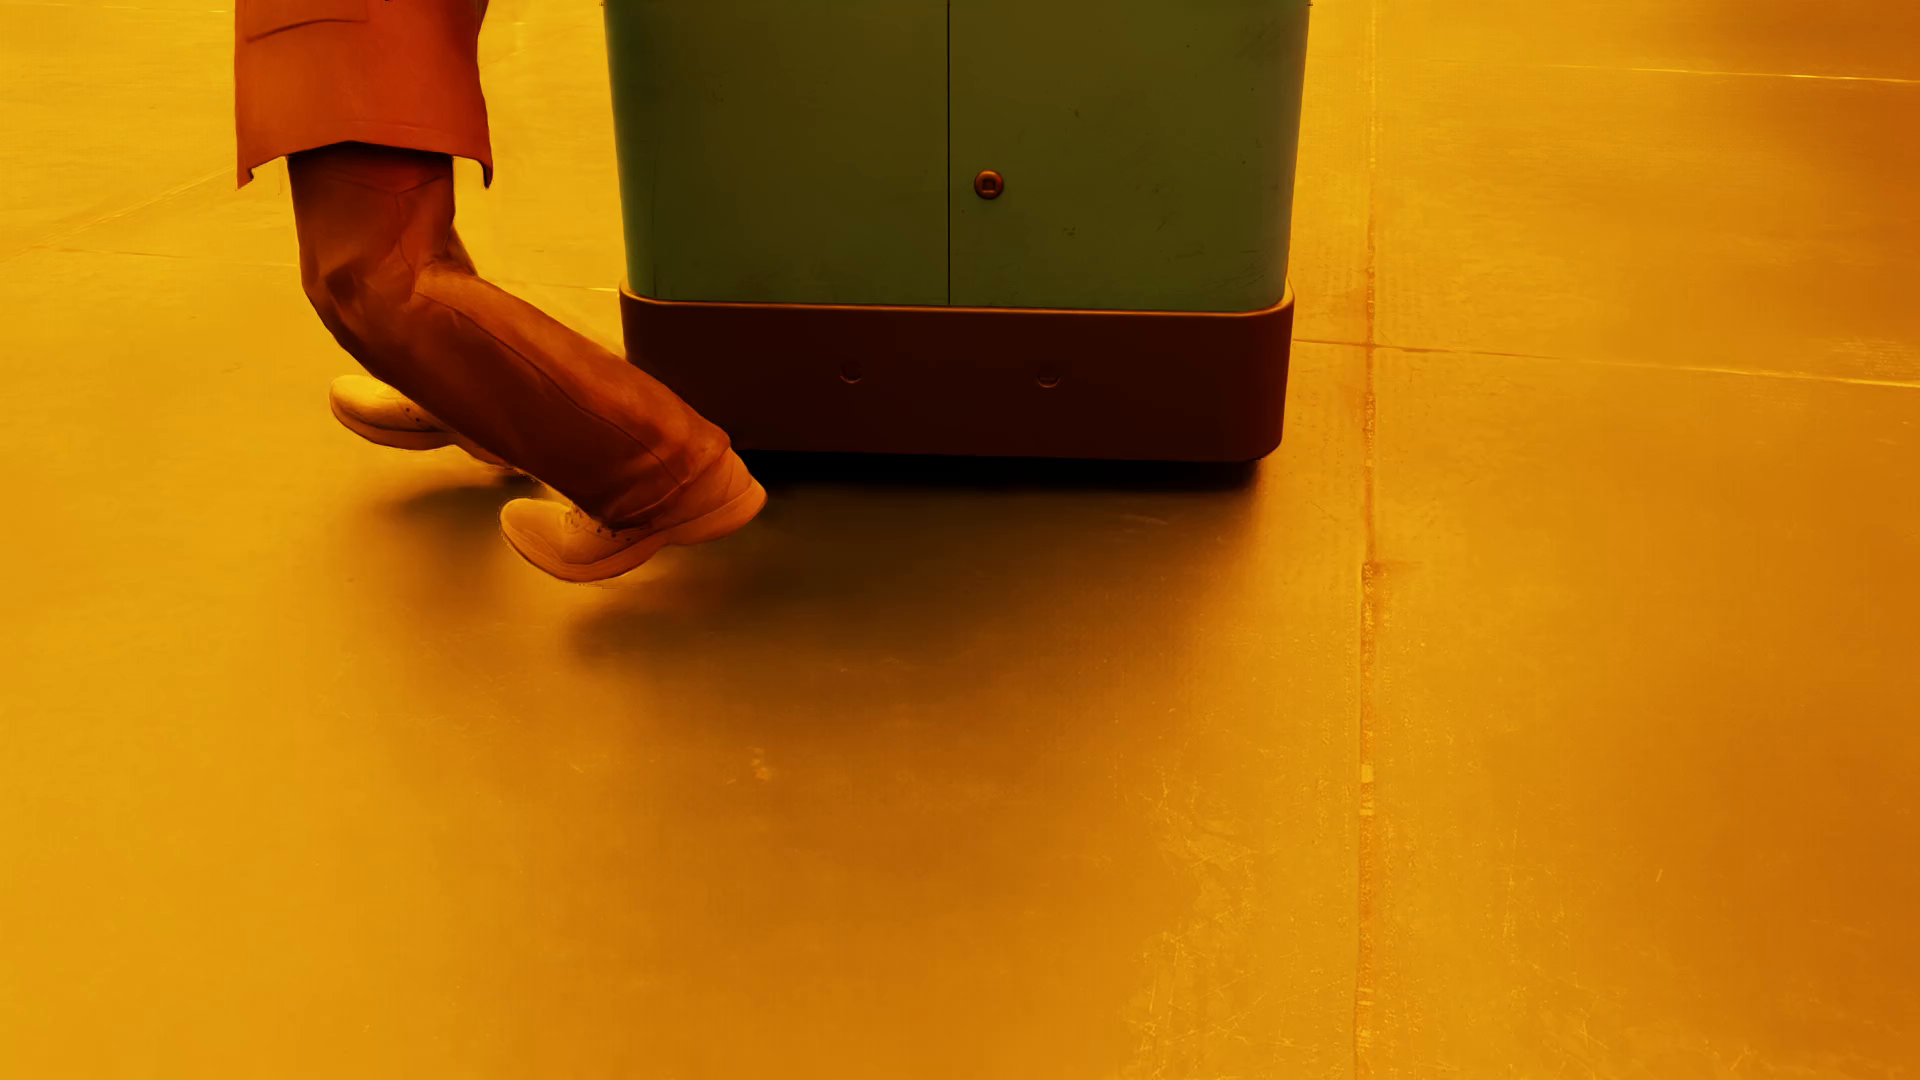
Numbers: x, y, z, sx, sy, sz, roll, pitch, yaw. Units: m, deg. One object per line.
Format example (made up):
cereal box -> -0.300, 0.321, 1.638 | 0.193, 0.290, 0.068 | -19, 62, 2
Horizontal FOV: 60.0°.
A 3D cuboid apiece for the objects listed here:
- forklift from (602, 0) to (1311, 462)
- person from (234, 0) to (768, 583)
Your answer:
forklift -> 0.079, -2.056, 3.322 | 1.130, 2.935, 3.031 | 2, 27, 3
person -> -0.739, -0.800, 2.311 | 0.880, 1.549, 0.978 | -2, 27, -5
